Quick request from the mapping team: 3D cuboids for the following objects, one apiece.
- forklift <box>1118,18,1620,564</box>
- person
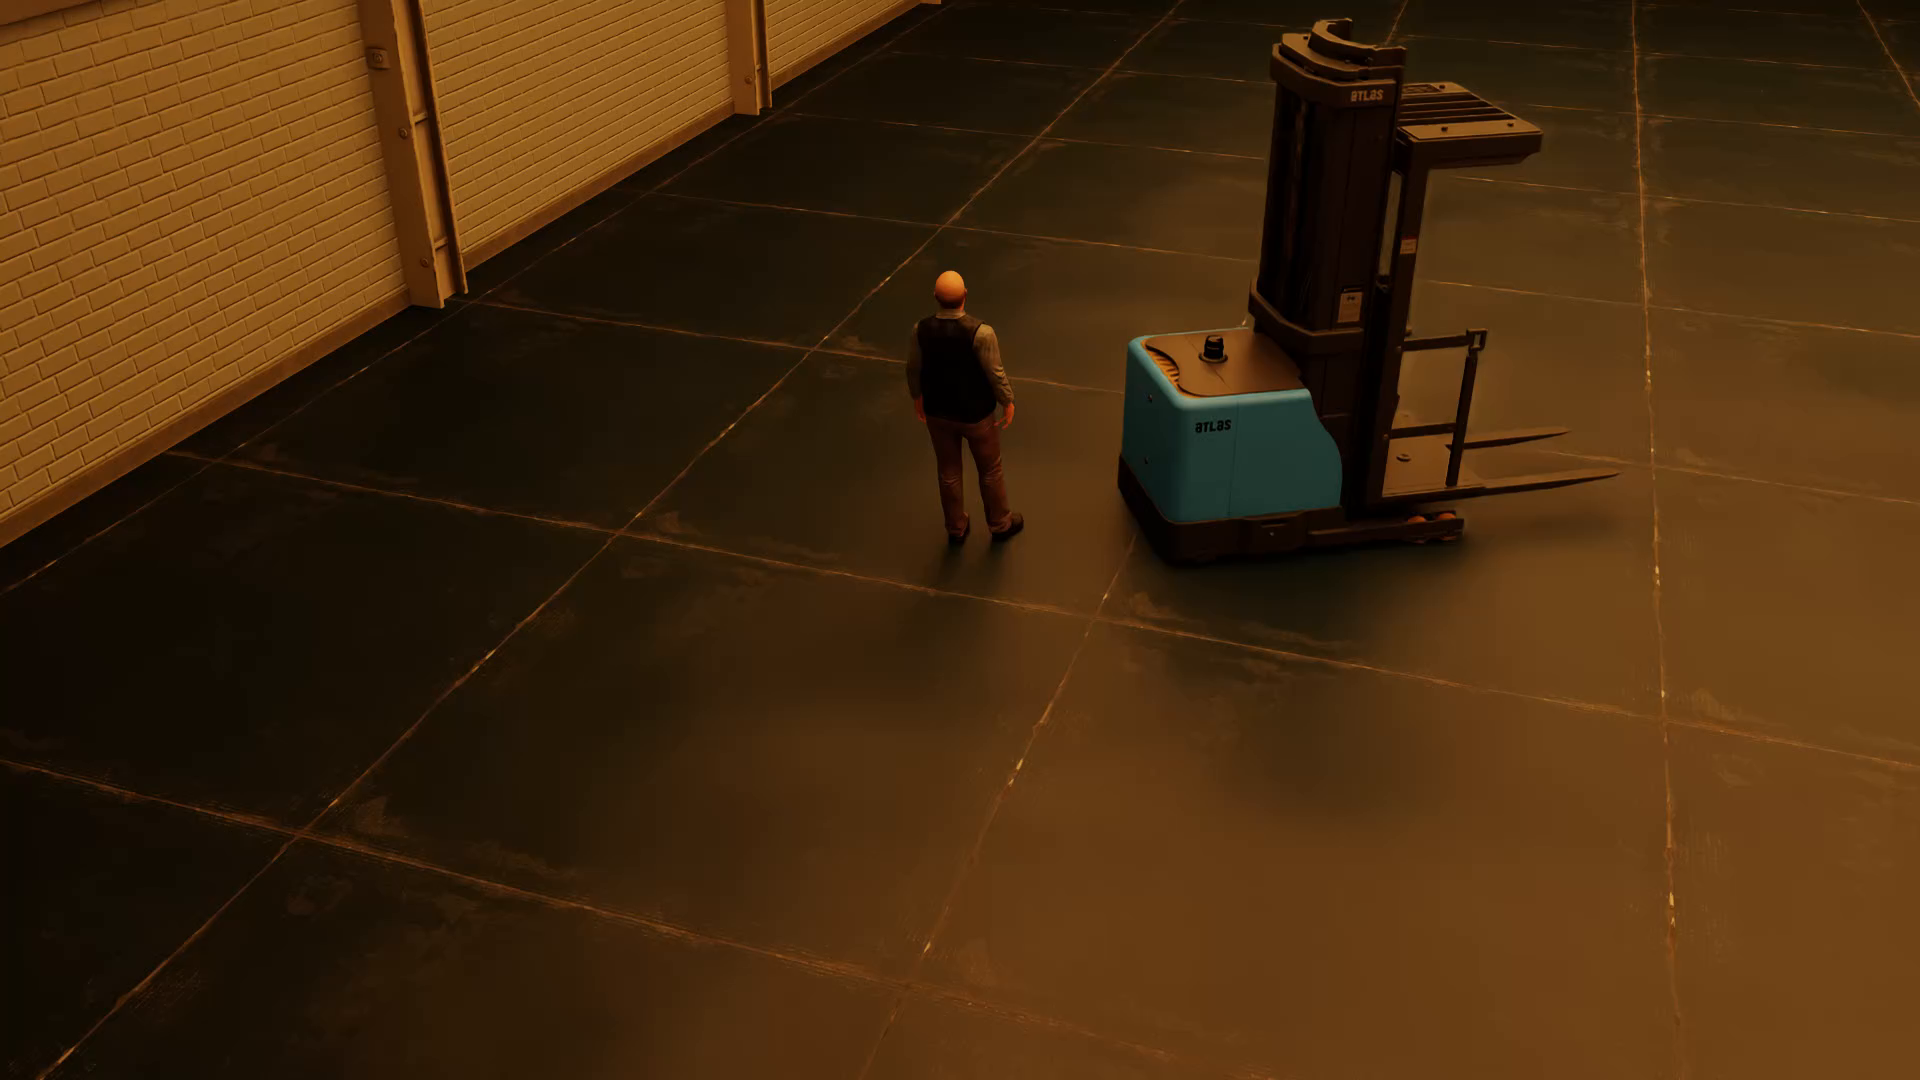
[{"bbox_3d":[2.572,-1.498,9.765,3.031,2.935,1.130,-6,30,-11],"label":"forklift"},{"bbox_3d":[0.027,-0.783,9.716,0.633,1.722,0.566,10,31,16],"label":"person"}]
